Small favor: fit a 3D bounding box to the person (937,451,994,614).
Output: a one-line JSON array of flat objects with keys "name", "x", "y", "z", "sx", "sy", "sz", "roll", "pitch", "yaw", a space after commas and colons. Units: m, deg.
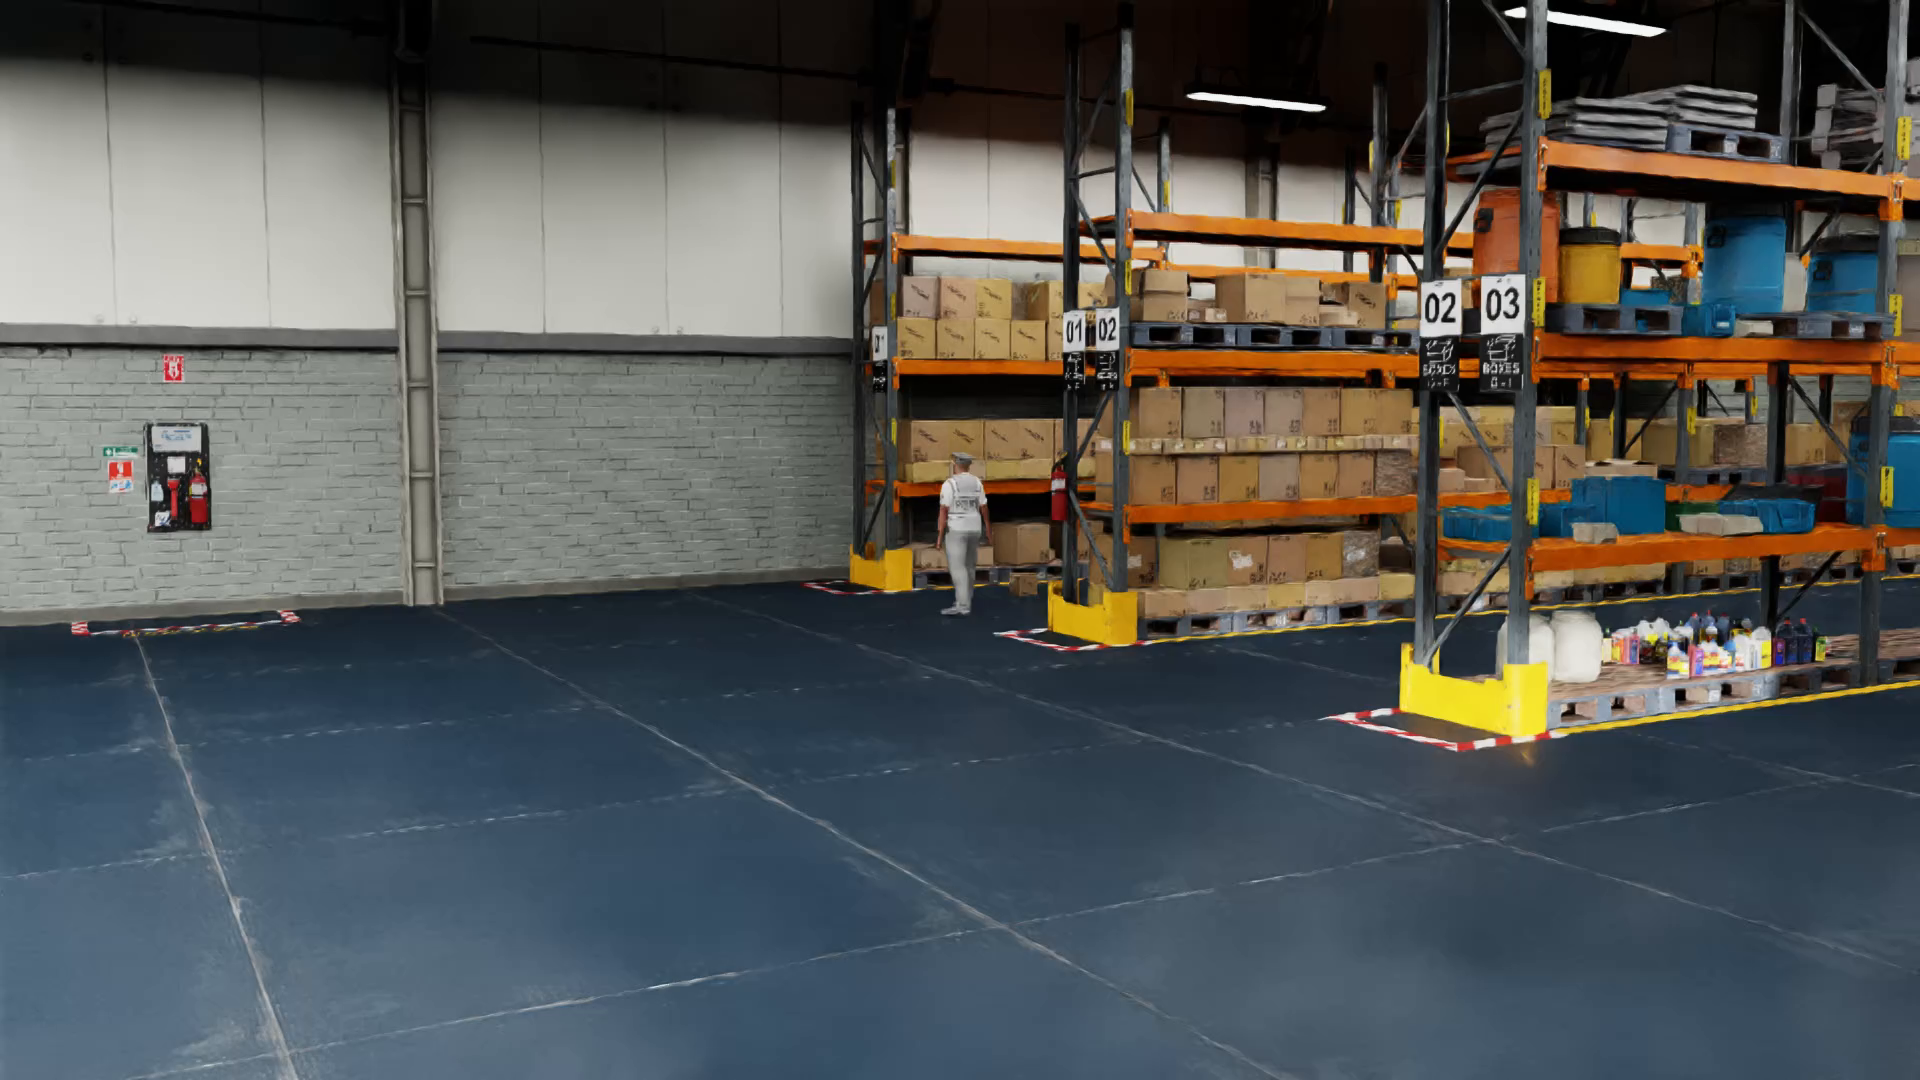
[{"name": "person", "x": 0.032, "y": -0.088, "z": 18.093, "sx": 0.761, "sy": 1.748, "sz": 0.639, "roll": -4, "pitch": 6, "yaw": -37}]
